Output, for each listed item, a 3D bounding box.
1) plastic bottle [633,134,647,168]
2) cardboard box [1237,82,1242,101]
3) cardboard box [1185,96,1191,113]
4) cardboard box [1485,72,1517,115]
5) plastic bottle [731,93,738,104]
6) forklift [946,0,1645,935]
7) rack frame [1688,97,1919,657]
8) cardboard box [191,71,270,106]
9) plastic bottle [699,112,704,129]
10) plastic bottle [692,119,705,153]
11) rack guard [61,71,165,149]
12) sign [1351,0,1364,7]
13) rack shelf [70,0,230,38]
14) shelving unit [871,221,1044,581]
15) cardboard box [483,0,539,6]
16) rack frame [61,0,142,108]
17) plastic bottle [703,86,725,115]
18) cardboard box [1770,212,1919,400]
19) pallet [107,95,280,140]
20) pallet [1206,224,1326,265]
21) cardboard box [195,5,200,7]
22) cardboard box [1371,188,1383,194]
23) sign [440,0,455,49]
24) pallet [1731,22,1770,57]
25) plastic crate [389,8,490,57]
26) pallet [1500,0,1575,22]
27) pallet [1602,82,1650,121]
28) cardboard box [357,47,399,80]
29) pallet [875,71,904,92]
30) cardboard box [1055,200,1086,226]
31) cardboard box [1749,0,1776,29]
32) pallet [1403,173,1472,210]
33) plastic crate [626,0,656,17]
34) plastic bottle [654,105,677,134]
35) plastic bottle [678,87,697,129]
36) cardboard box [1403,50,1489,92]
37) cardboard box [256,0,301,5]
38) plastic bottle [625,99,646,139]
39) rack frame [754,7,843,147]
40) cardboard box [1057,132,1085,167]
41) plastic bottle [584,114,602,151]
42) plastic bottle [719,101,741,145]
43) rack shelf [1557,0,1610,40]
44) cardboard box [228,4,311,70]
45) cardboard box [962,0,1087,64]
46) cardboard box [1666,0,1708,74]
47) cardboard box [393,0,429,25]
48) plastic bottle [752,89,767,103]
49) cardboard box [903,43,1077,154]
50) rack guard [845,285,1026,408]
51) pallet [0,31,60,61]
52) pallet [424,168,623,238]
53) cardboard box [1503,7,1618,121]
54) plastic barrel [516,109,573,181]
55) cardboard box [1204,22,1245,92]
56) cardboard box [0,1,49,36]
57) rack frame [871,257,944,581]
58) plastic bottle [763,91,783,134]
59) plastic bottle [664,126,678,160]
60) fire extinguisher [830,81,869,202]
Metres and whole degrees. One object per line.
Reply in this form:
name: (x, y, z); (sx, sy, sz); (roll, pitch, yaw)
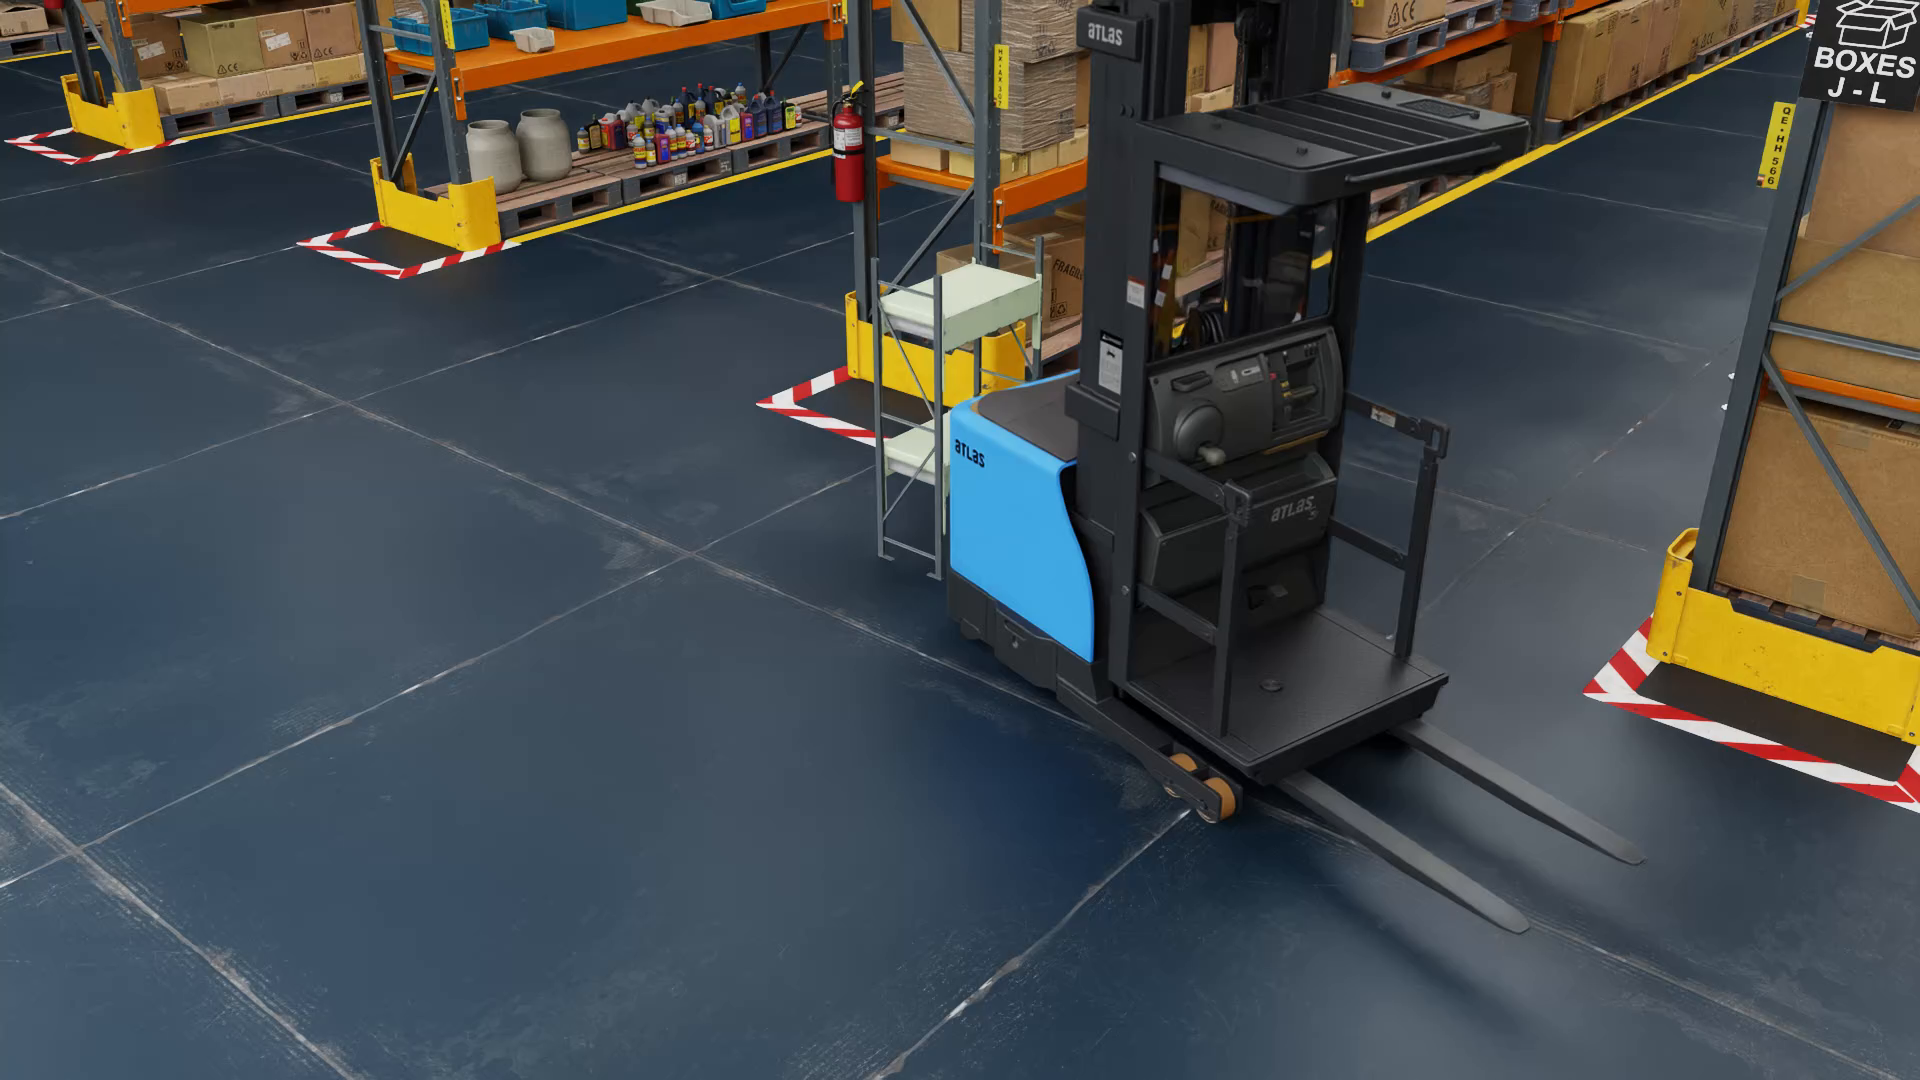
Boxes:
plastic bottle: (-2.632, -3.199, 13.660); (0.097, 0.271, 0.097); (0, 27, 0)
cardboard box: (1.725, -3.032, 11.121); (0.380, 0.149, 0.250); (21, 34, 34)
cardboard box: (1.247, -2.767, 10.607); (0.380, 0.149, 0.250); (21, 34, 34)
cardboard box: (4.474, -3.894, 14.755); (0.700, 0.500, 0.500); (19, 33, 32)
plastic bottle: (-2.087, -4.014, 15.311); (0.097, 0.201, 0.097); (0, 27, 0)
forklift: (1.197, -0.499, 6.026); (1.130, 2.935, 3.031); (-18, 32, -31)
rack frame: (3.559, -0.731, 6.398); (1.000, 3.000, 0.127); (21, 34, 34)
cardboard box: (-7.018, -4.381, 15.990); (0.500, 0.250, 0.500); (21, 34, 34)
plastic bottle: (-2.185, -3.550, 14.326); (0.061, 0.283, 0.133); (21, 34, 34)
plastic bottle: (-2.221, -3.428, 14.102); (0.097, 0.271, 0.097); (0, 27, 0)
rack guard: (-7.861, -3.994, 15.426); (1.175, 0.500, 0.348); (21, 34, 34)
sign: (2.764, -3.863, 11.511); (0.100, 0.325, 0.005); (21, 34, 34)
rack shelf: (-6.573, -5.502, 16.405); (1.077, 0.370, 4.000); (21, 34, 34)
shelving unit: (-0.004, -0.664, 7.901); (0.431, 1.500, 0.755); (21, 34, 34)
cardboard box: (-4.846, -5.819, 18.159); (0.500, 0.311, 0.500); (21, 34, 35)
rack frame: (-7.845, -5.113, 14.868); (1.000, 3.000, 0.127); (21, 34, 34)
plastic bottle: (-2.204, -3.894, 14.916); (0.144, 0.351, 0.185); (21, 34, 34)
cardboard box: (3.760, -0.942, 6.643); (0.875, 0.550, 0.550); (21, 34, 34)
pallet: (-7.391, -4.158, 16.057); (1.003, 0.211, 1.213); (21, 34, 34)
pallet: (1.941, -2.147, 12.171); (1.003, 0.211, 1.213); (21, 34, 34)
cardboard box: (-9.443, -6.716, 20.572); (0.380, 0.166, 0.250); (16, 31, 28)
cardboard box: (3.066, -3.095, 13.209); (0.700, 0.500, 0.500); (21, 34, 34)
sign: (-3.604, -3.624, 11.690); (0.100, 0.325, 0.005); (21, 34, 34)
pallet: (8.749, -5.913, 19.451); (1.003, 0.211, 1.213); (21, 34, 34)
plastic crate: (-3.938, -3.863, 12.614); (0.499, 0.251, 0.616); (21, 34, 34)
pallet: (4.514, -4.684, 14.248); (1.213, 0.211, 1.003); (21, 34, 34)
pallet: (6.221, -4.502, 16.723); (1.003, 0.211, 1.213); (21, 34, 34)
cardboard box: (-6.060, -4.912, 17.016); (0.500, 0.250, 0.500); (21, 34, 34)
pallet: (-0.236, -4.568, 16.850); (1.003, 0.211, 1.213); (21, 34, 34)
cardboard box: (0.973, -1.947, 11.013); (0.500, 0.500, 0.500); (25, 36, 39)
cardboard box: (9.049, -6.559, 19.519); (0.875, 0.875, 0.875); (21, 34, 34)
pallet: (3.610, -3.107, 14.026); (1.003, 0.211, 1.213); (21, 34, 34)
plastic crate: (-2.563, -4.589, 14.087); (0.450, 0.188, 0.662); (21, 34, 34)
plastic bottle: (-2.575, -3.651, 14.528); (0.152, 0.276, 0.135); (21, 34, 34)
plastic bottle: (-2.435, -3.869, 14.868); (0.144, 0.351, 0.185); (19, 33, 32)
cardboard box: (4.152, -4.033, 14.208); (0.500, 0.250, 0.500); (-24, 36, -38)
cardboard box: (-6.790, -5.224, 16.803); (0.500, 0.500, 0.500); (21, 34, 34)
plastic bottle: (-2.824, -3.652, 14.450); (0.144, 0.351, 0.185); (22, 35, 36)
rack frame: (-1.481, -5.082, 14.809); (1.000, 3.000, 0.127); (21, 34, 34)
cardboard box: (0.506, -2.303, 9.711); (0.380, 0.149, 0.250); (21, 34, 34)
plastic bottle: (-3.136, -3.479, 14.187); (0.061, 0.283, 0.133); (22, 34, 36)
plastic bottle: (-1.996, -3.606, 14.359); (0.144, 0.351, 0.185); (21, 34, 34)
rack shelf: (6.157, -5.442, 16.288); (1.077, 0.370, 4.000); (21, 34, 34)
cardboard box: (-6.708, -4.895, 16.167); (0.500, 0.500, 0.500); (21, 34, 34)
cardboard box: (0.356, -2.952, 9.171); (0.500, 0.500, 0.500); (21, 34, 34)
cardboard box: (7.037, -5.481, 17.435); (1.225, 0.875, 0.875); (21, 34, 35)
cardboard box: (-5.755, -5.427, 17.196); (0.500, 0.500, 0.500); (21, 34, 34)
plastic bottle: (-1.780, -3.830, 14.794); (0.144, 0.351, 0.185); (21, 34, 34)
cardboard box: (0.167, -2.580, 9.540); (0.875, 0.500, 0.500); (21, 34, 34)
rack guard: (-0.156, -1.133, 9.896); (1.175, 0.500, 0.348); (21, 34, 34)
pallet: (-11.078, -5.625, 18.894); (1.003, 0.211, 1.213); (21, 34, 34)
pallet: (-3.493, -2.752, 13.341); (1.003, 0.211, 1.213); (21, 34, 34)
cardboard box: (5.340, -4.534, 15.605); (1.225, 0.875, 0.875); (19, 33, 32)
plastic barrel: (-3.347, -3.179, 13.380); (0.421, 0.512, 0.421); (0, 27, 0)
cardboard box: (1.421, -3.296, 10.924); (0.875, 0.500, 0.500); (21, 34, 34)
cardboard box: (-10.798, -5.981, 18.995); (0.500, 0.311, 0.500); (24, 36, 38)
rack frame: (-0.237, -0.534, 7.650); (0.400, 1.500, 0.023); (21, 34, 34)
plastic bottle: (-1.669, -3.788, 14.712); (0.144, 0.351, 0.185); (20, 33, 33)
plastic bottle: (-2.414, -3.321, 13.895); (0.097, 0.271, 0.097); (0, 27, 0)
fire extinguisher: (-0.632, -2.276, 9.469); (0.296, 0.674, 0.183); (21, 34, 34)
